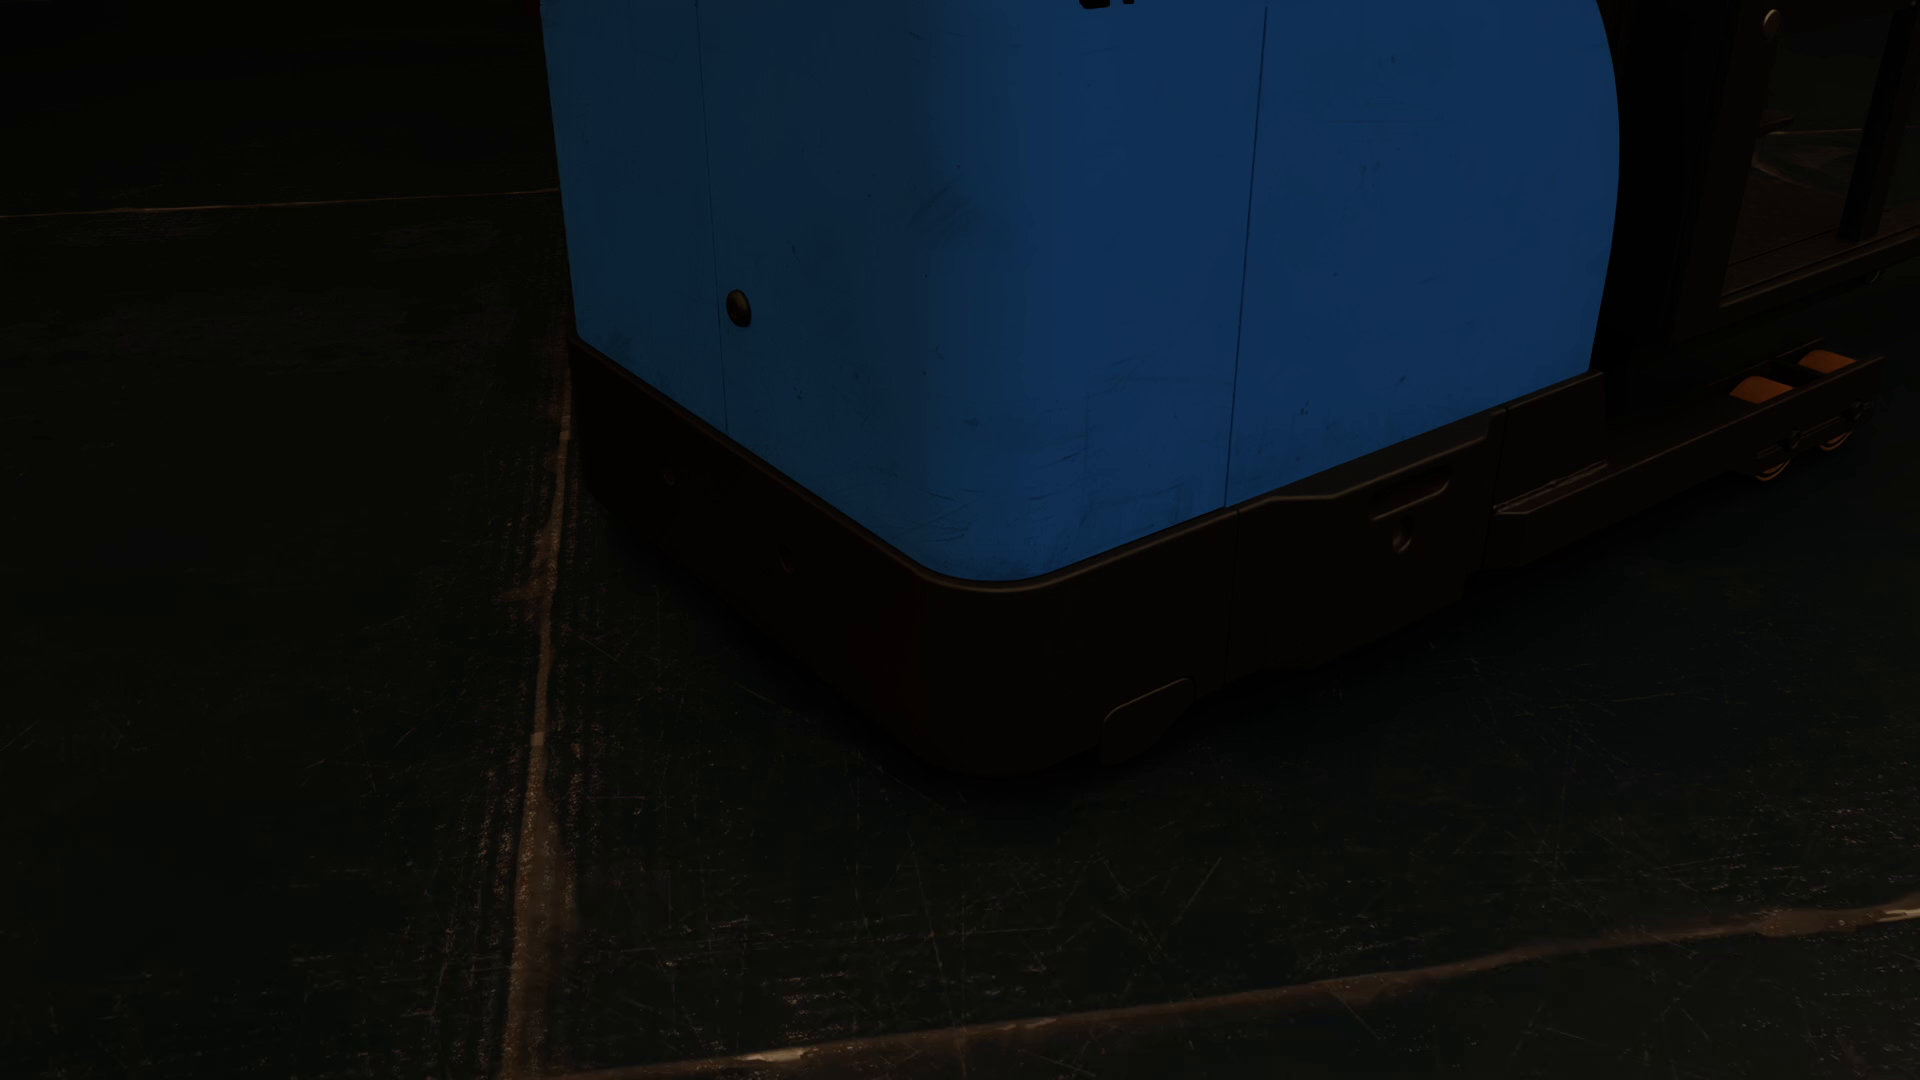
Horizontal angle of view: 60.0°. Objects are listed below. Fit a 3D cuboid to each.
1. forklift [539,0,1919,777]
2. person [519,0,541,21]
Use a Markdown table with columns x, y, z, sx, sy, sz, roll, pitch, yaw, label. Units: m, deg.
| x | y | z | sx | sy | sz | roll | pitch | yaw | label |
| --- | --- | --- | --- | --- | --- | --- | --- | --- | --- |
| 0.915 | -1.568 | 2.328 | 3.031 | 2.935 | 1.130 | -19 | 34 | -32 | forklift |
| -0.465 | -1.170 | 3.092 | 0.822 | 1.490 | 1.673 | -16 | 32 | -27 | person |
